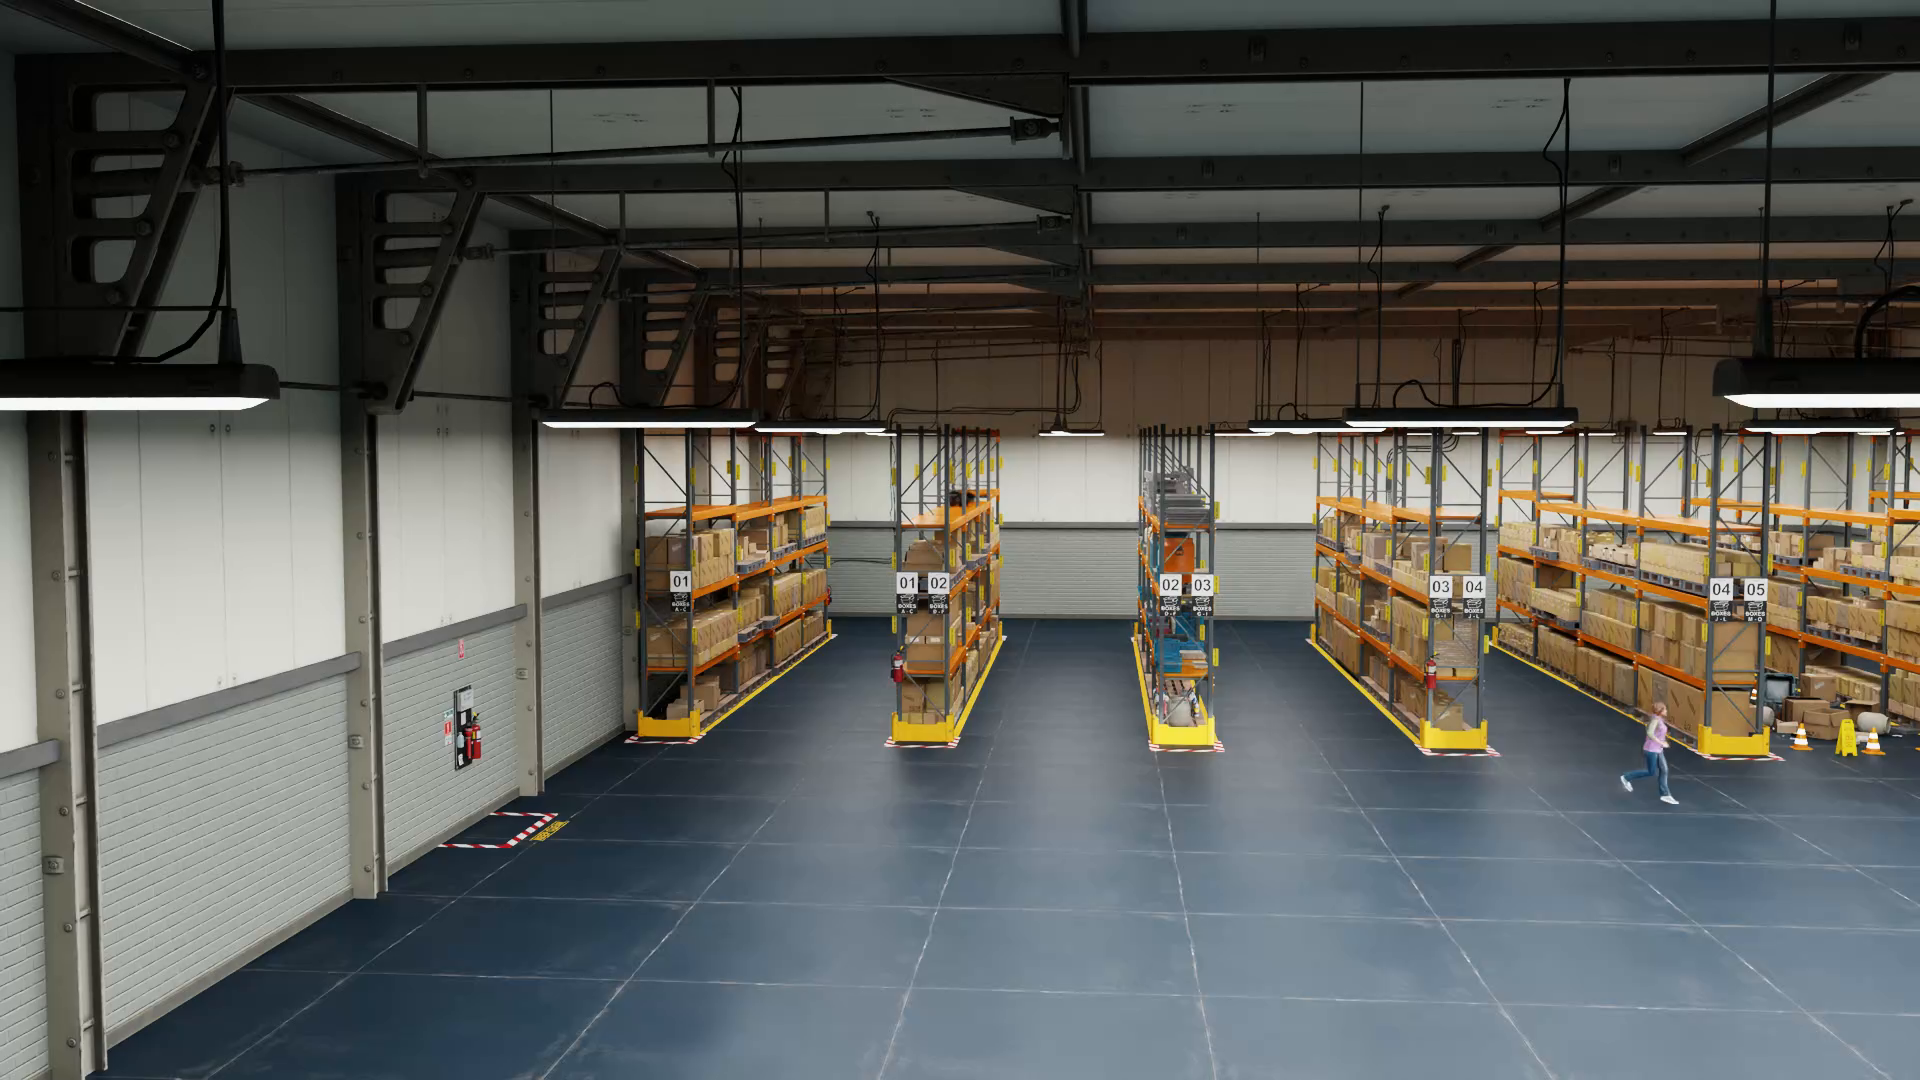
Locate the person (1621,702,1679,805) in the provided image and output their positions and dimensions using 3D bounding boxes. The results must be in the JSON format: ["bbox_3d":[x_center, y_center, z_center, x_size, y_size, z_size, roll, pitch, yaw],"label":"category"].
[{"bbox_3d":[10.917,3.338,26.271,0.873,1.588,0.566,2,4,33],"label":"person"}]
